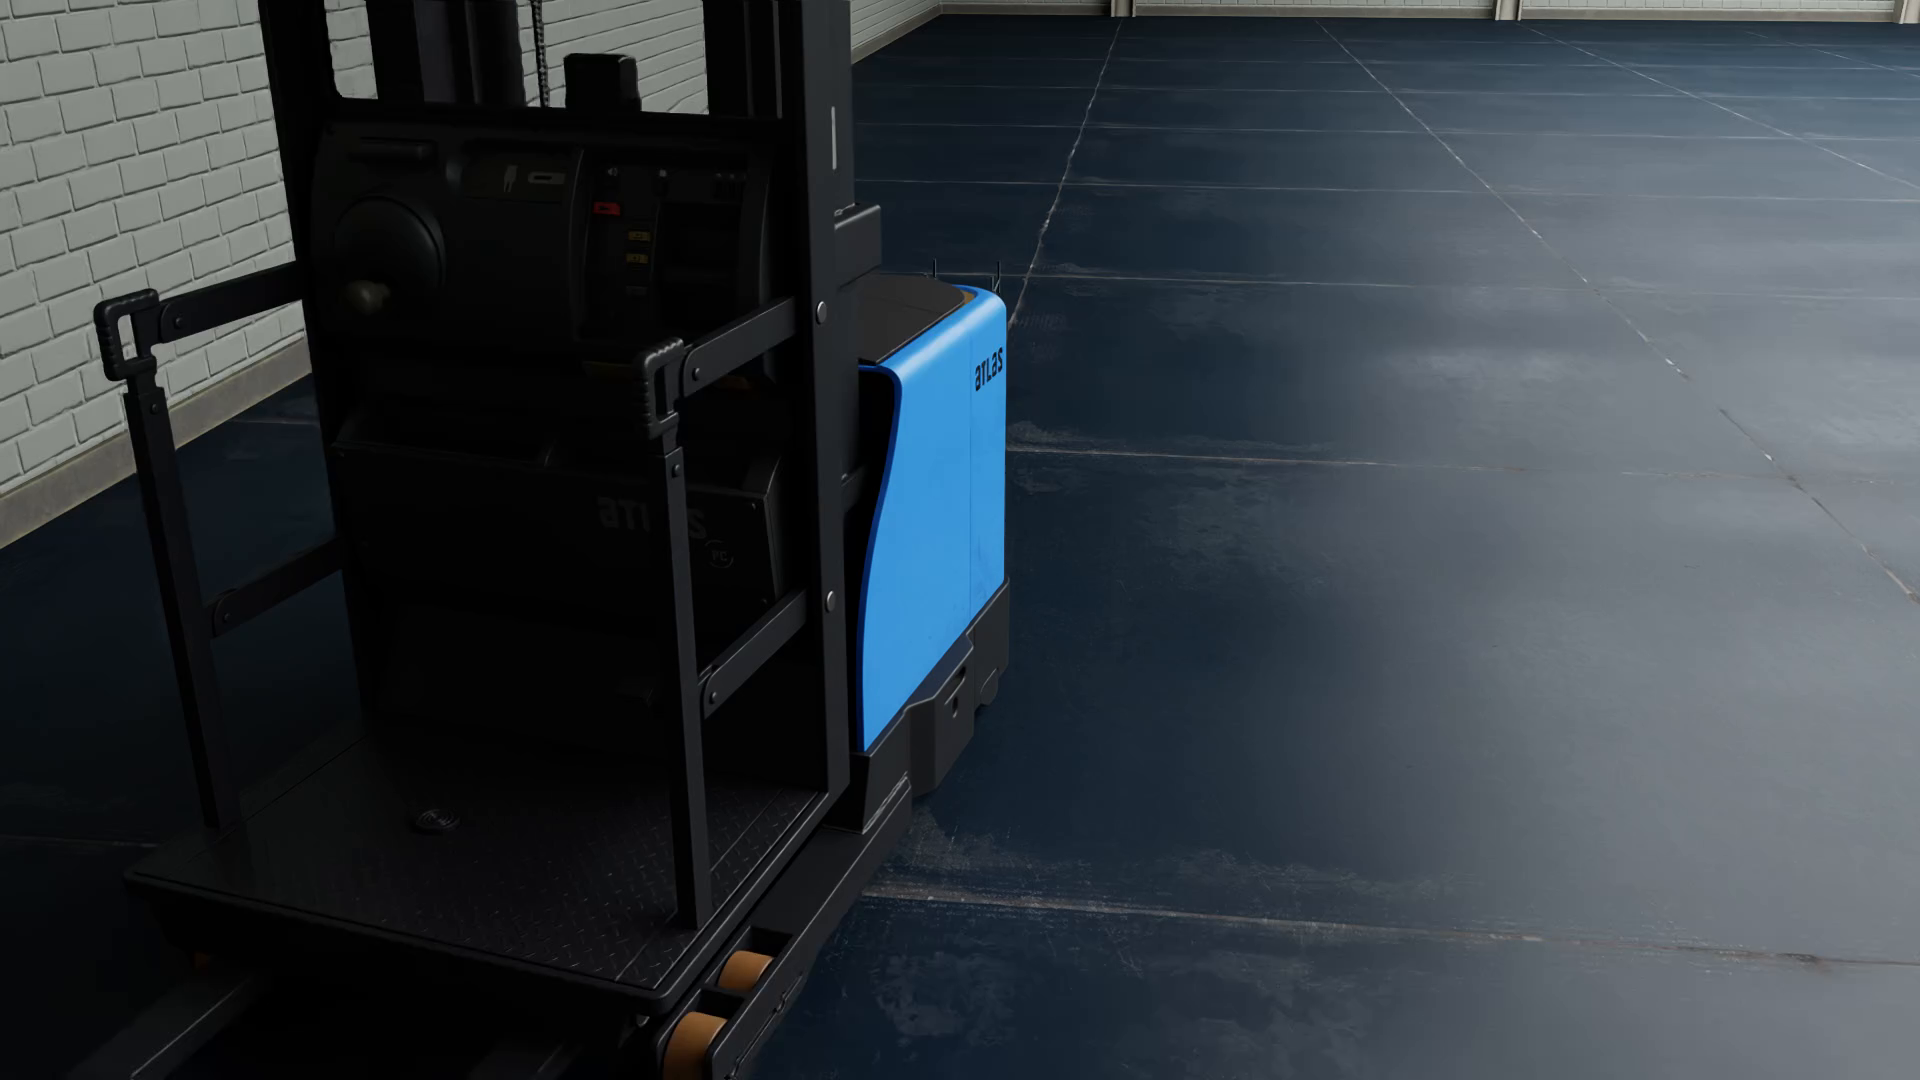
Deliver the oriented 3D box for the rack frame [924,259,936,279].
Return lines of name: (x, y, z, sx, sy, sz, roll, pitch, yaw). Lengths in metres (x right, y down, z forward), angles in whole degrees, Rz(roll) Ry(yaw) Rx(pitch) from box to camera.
rack frame: (-0.093, -0.423, 5.285, 0.006, 0.900, 0.240, 2, 22, 6)

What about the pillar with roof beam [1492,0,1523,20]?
pillar with roof beam: (8.083, -10.802, 20.523, 0.400, 9.000, 9.100, 2, 22, 6)

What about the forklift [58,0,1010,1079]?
forklift: (-0.831, -0.533, 2.801, 1.130, 2.935, 3.031, 7, 23, 18)

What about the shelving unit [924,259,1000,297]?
shelving unit: (0.008, -0.418, 5.273, 0.210, 0.900, 0.258, 2, 22, 6)

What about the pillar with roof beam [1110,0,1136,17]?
pillar with roof beam: (2.124, -11.062, 21.179, 0.400, 9.000, 9.100, 2, 22, 6)

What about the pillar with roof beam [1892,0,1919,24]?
pillar with roof beam: (14.041, -10.542, 19.866, 0.400, 9.000, 9.100, 2, 22, 6)

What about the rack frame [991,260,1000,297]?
rack frame: (0.109, -0.414, 5.262, 0.006, 0.900, 0.240, 2, 22, 6)
